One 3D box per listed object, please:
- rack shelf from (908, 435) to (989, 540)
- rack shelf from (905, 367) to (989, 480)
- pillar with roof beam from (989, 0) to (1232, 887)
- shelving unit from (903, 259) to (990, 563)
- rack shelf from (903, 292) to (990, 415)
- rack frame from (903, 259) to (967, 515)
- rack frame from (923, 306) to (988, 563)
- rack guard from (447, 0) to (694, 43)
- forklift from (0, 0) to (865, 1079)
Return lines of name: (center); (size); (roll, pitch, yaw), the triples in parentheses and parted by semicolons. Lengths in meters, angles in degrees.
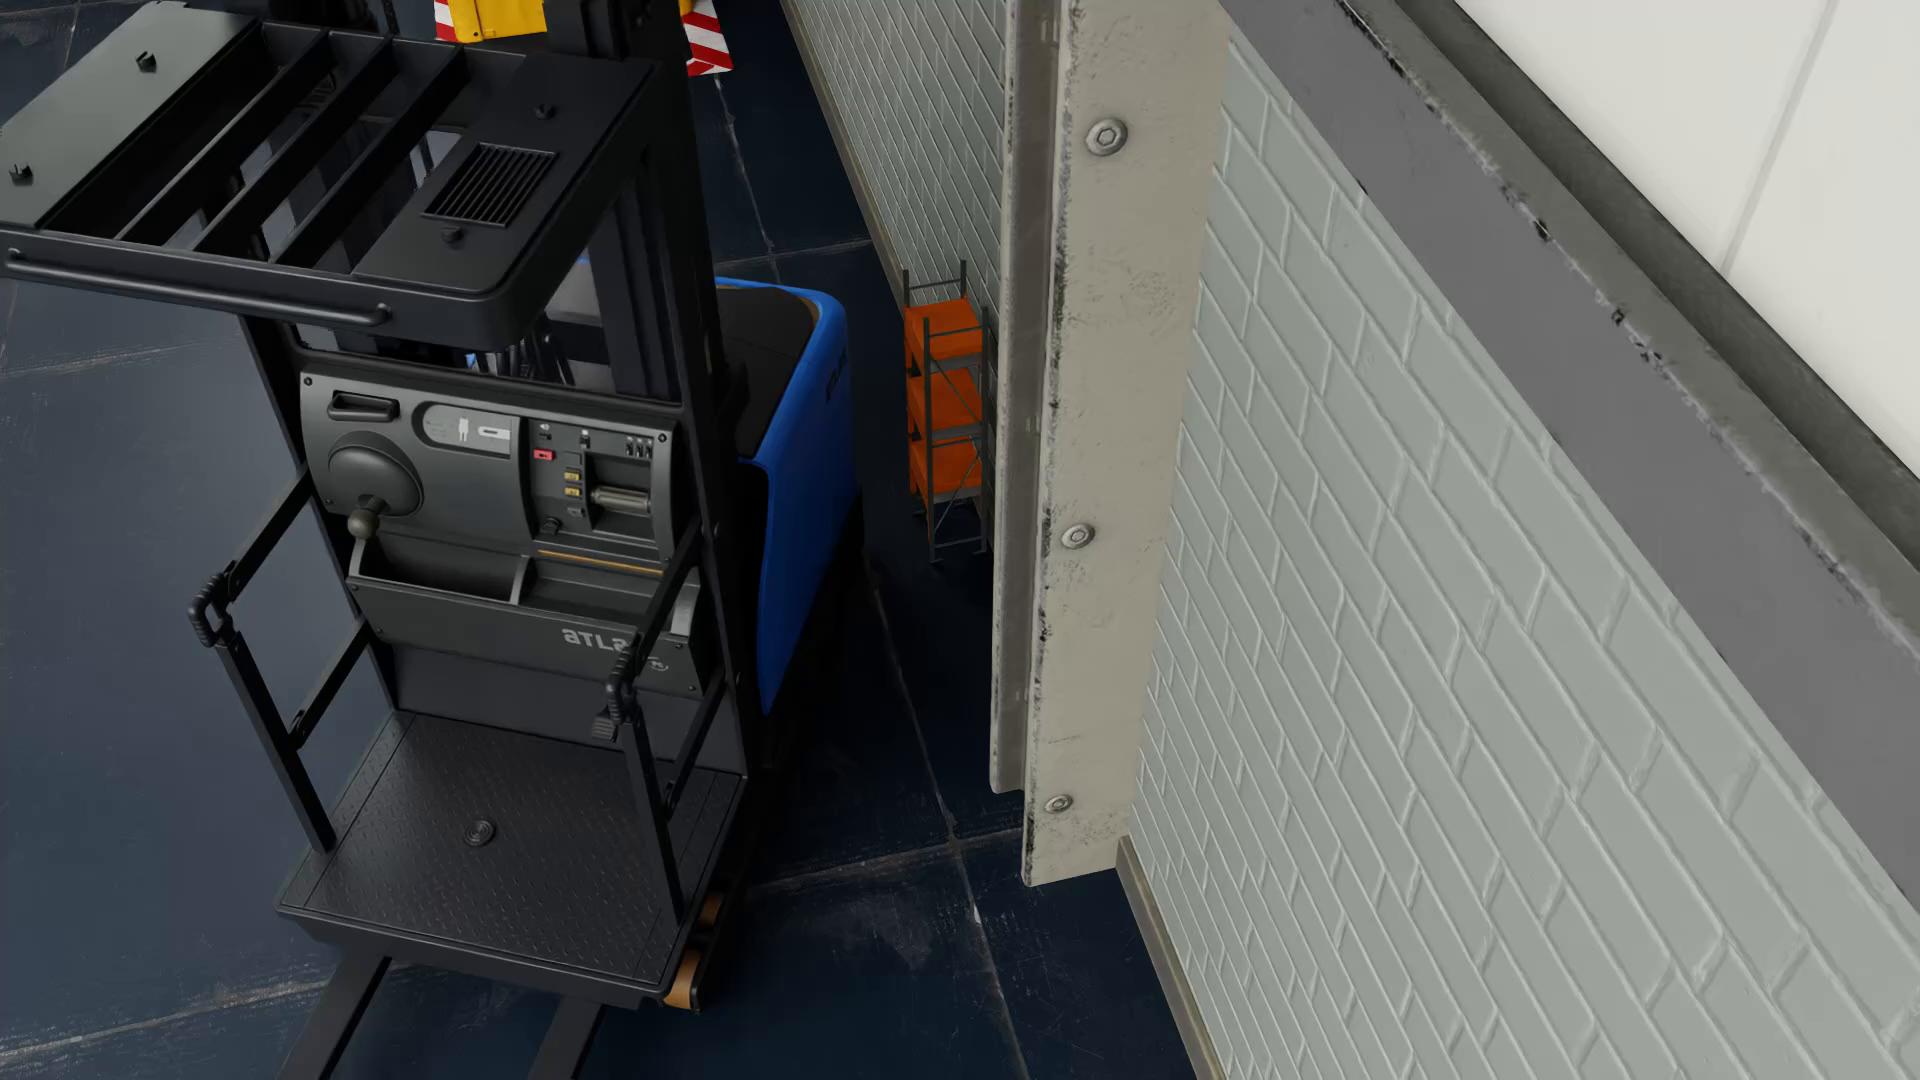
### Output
rack shelf: (-0.041, -0.192, 5.606); (0.215, 0.259, 0.240); (-12, 47, -11)
rack shelf: (-0.042, -0.386, 5.407); (0.215, 0.259, 0.240); (-12, 47, -11)
pillar with roof beam: (-3.875, -1.530, 0.949); (9.100, 9.000, 0.400); (-11, 47, -10)
shelving unit: (-0.042, -0.393, 5.399); (0.215, 1.050, 0.252); (-12, 47, -11)
rack shelf: (-0.044, -0.584, 5.204); (0.215, 0.259, 0.240); (-12, 47, -11)
rack frame: (-0.075, -0.477, 5.482); (0.200, 1.050, 0.008); (-12, 47, -11)
rack frame: (-0.009, -0.309, 5.317); (0.200, 1.050, 0.008); (-12, 47, -11)
rack guard: (-1.936, -2.823, 8.167); (1.175, 0.500, 0.348); (-11, 47, -10)
forklift: (-1.157, -0.064, 3.761); (1.130, 2.935, 3.031); (9, 46, 9)
